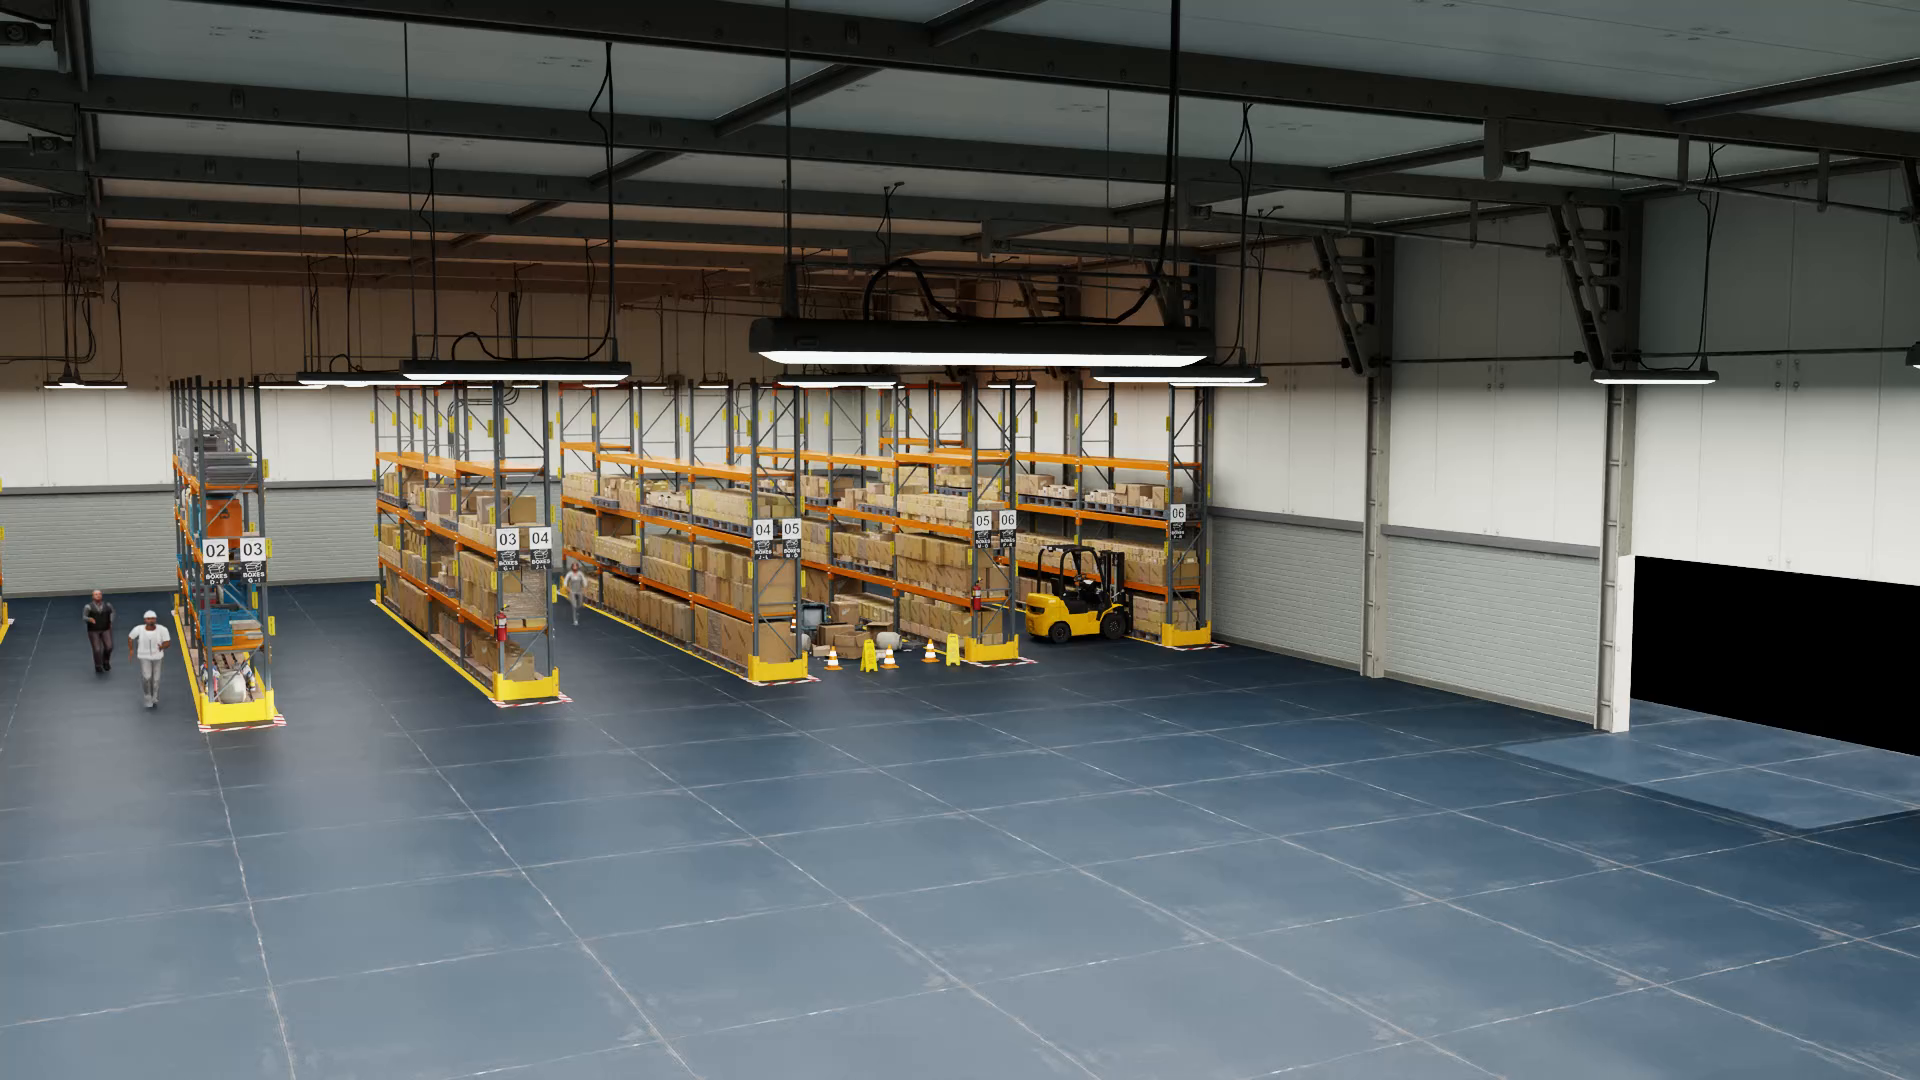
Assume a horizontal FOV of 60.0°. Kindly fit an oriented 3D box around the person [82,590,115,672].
[{"bbox_3d":[-17.501,1.863,33.866,0.638,1.683,0.638,-4,6,-36],"label":"person"}]

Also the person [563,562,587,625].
[{"bbox_3d":[-9.478,1.308,40.943,0.583,1.554,0.575,-2,6,-24],"label":"person"}]

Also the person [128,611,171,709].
[{"bbox_3d":[-14.682,2.167,30.173,0.669,1.787,0.808,-3,6,-34],"label":"person"}]
